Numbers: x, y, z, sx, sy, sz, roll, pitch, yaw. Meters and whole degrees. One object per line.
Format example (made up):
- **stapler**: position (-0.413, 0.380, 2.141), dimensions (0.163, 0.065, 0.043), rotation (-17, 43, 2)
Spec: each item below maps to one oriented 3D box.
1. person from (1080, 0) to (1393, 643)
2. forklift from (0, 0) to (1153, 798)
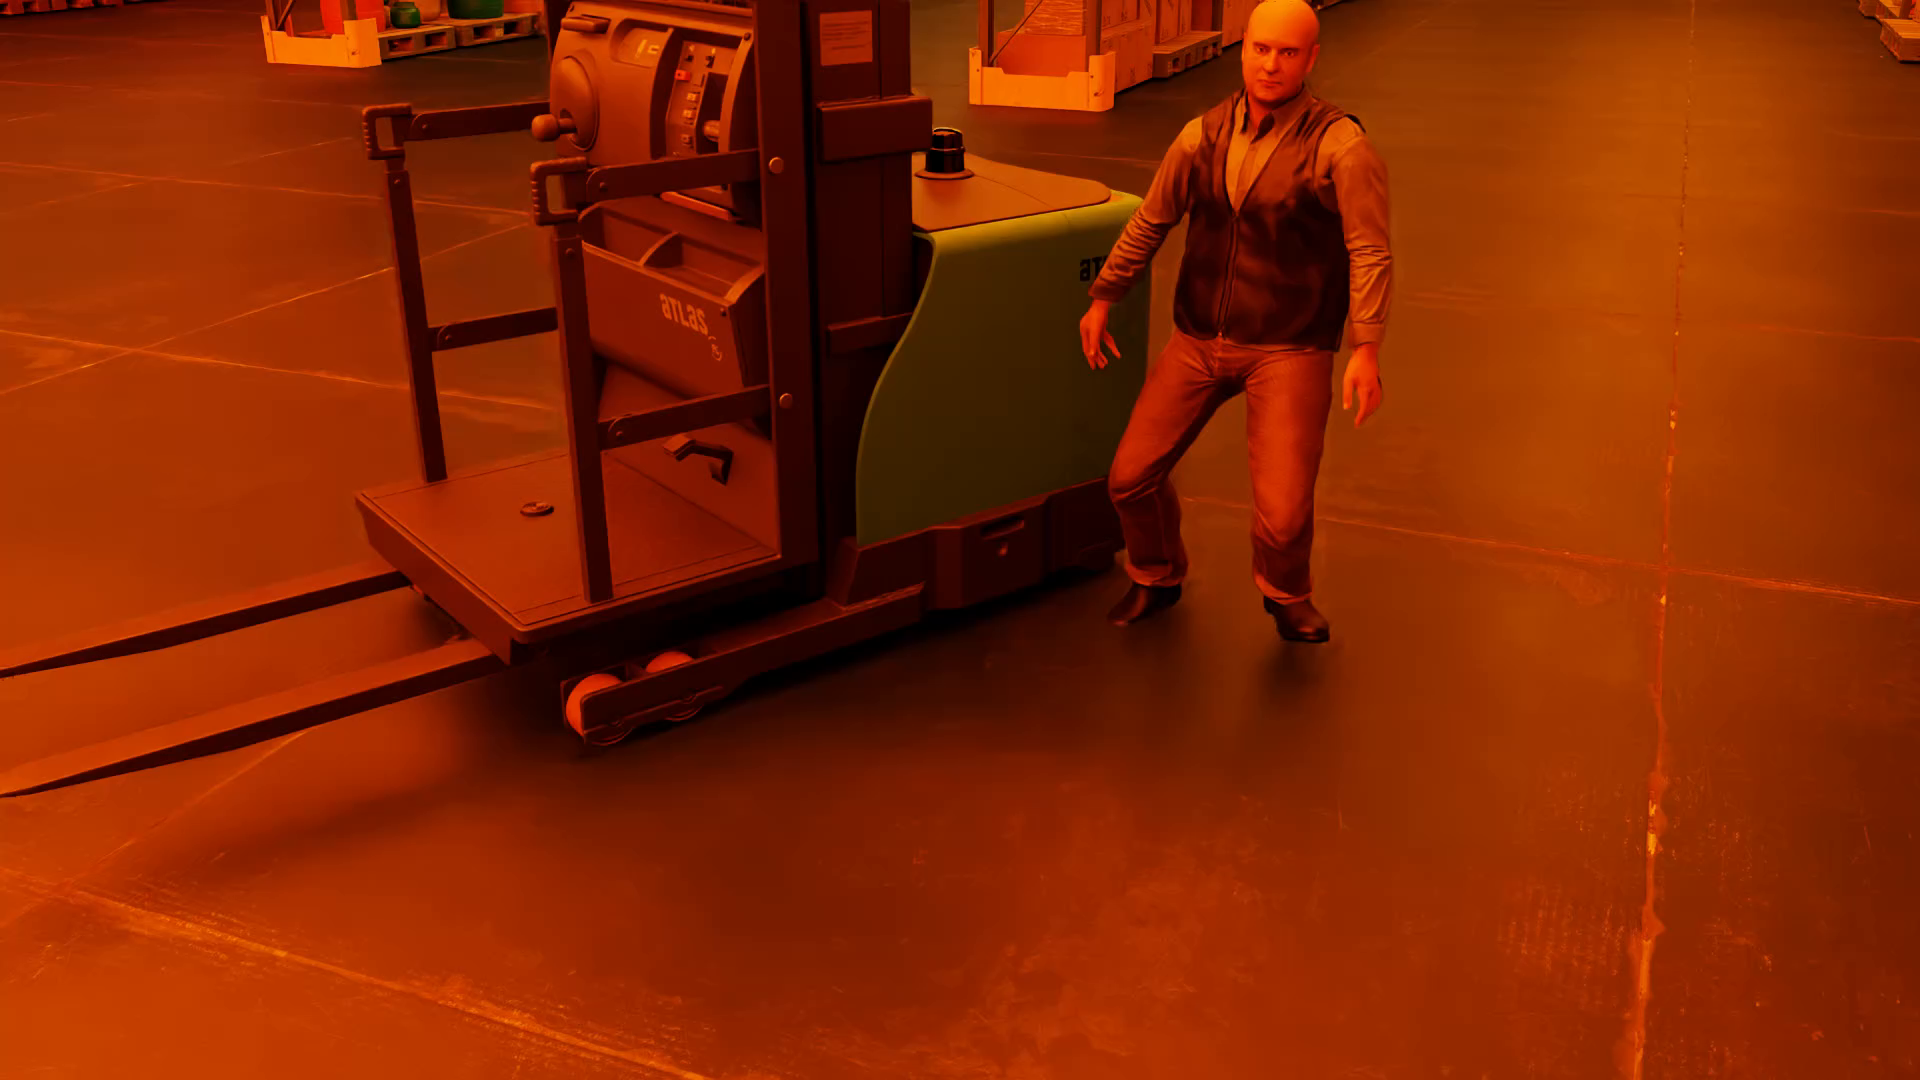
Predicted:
- **person**: position (0.679, -0.498, 4.207), dimensions (0.822, 1.678, 0.443), rotation (17, 28, 36)
- **forklift**: position (-0.926, -1.097, 3.916), dimensions (3.031, 2.935, 1.130), rotation (-17, 28, -34)
